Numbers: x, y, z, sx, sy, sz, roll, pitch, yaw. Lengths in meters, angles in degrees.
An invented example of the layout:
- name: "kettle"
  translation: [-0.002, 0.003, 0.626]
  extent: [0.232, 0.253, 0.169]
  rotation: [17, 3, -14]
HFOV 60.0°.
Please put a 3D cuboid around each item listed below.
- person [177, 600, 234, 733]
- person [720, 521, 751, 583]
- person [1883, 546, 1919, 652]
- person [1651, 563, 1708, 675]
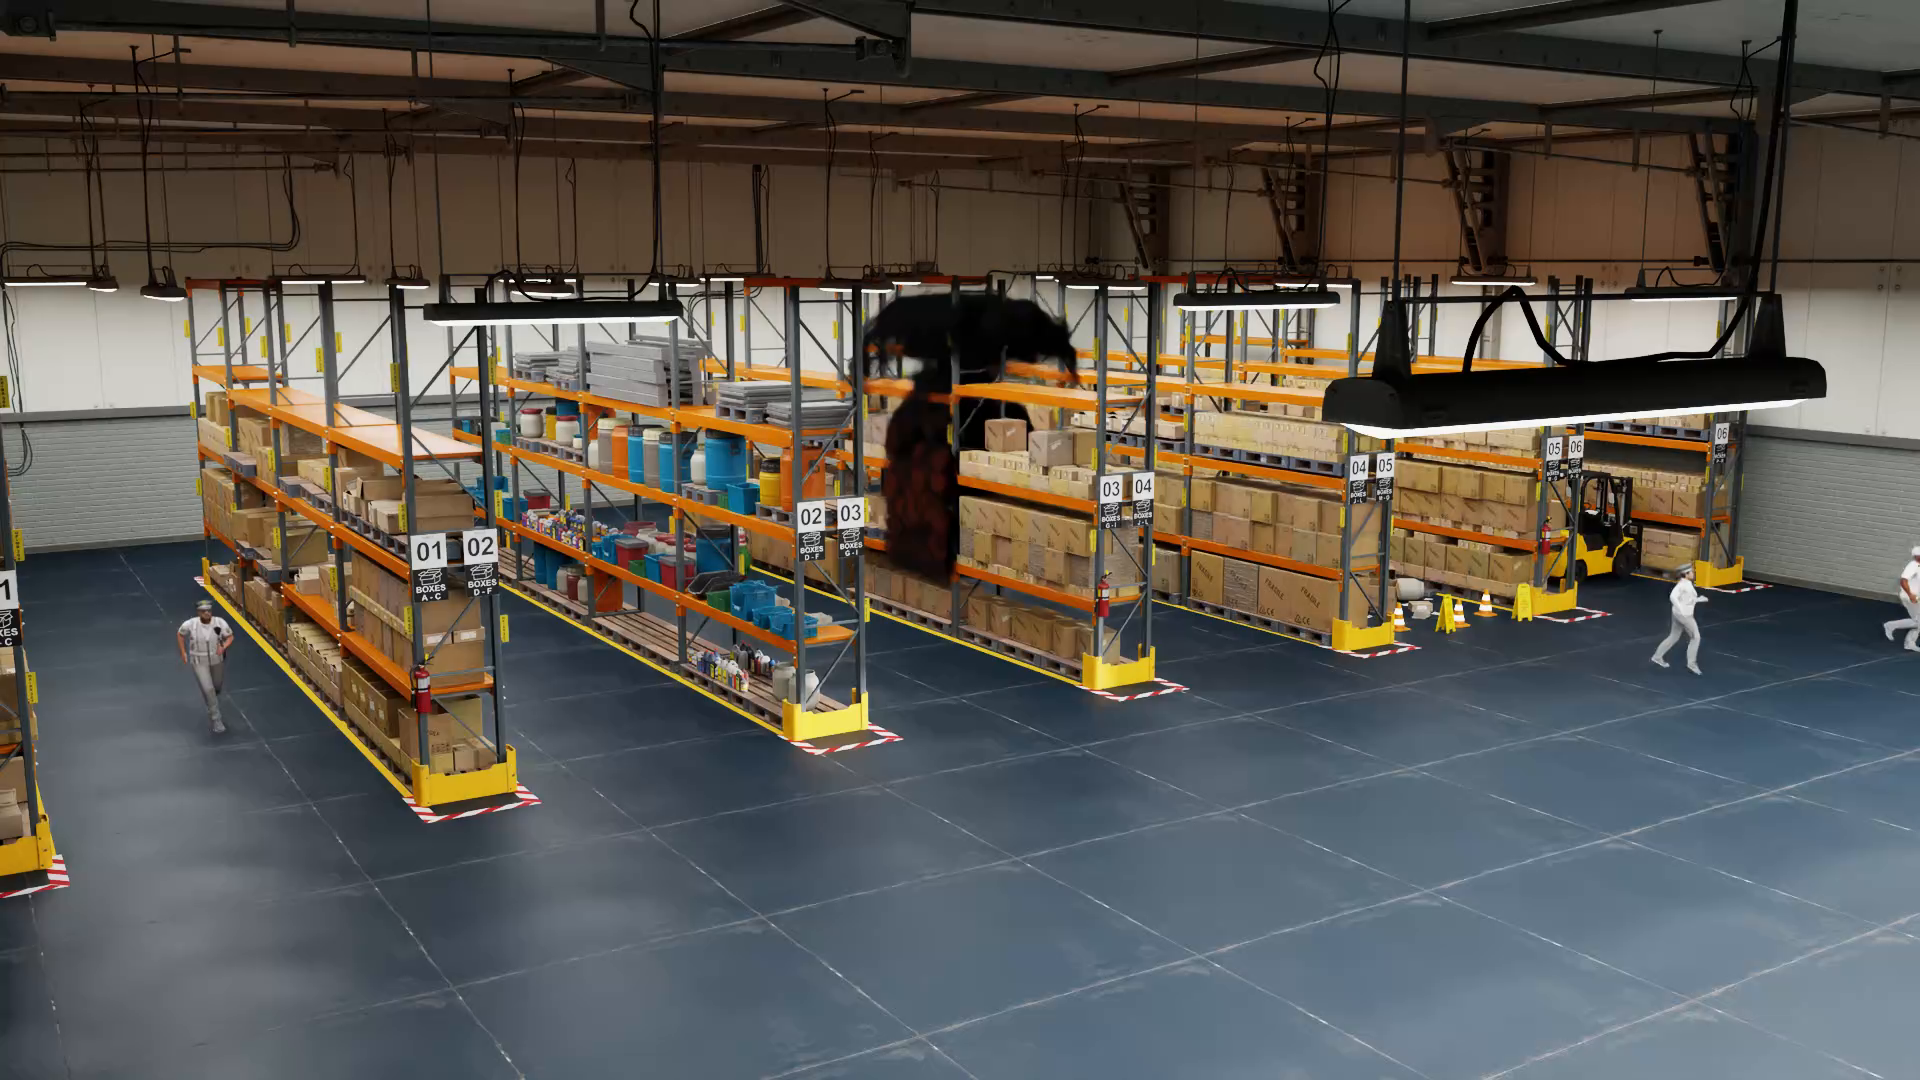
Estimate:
- name: "person"
  translation: [-10.310, 1.671, 22.804]
  extent: [0.686, 1.785, 1.030]
  rotation: [-6, 11, -34]
- name: "person"
  translation: [-4.014, 0.161, 30.053]
  extent: [0.631, 1.856, 0.669]
  rotation: [-8, 12, -40]
- name: "person"
  translation: [15.551, 0.947, 27.254]
  extent: [0.634, 1.728, 0.722]
  rotation: [7, 12, 36]
- name: "person"
  translation: [11.161, 1.212, 25.752]
  extent: [0.775, 1.755, 0.597]
  rotation: [2, 10, 11]
